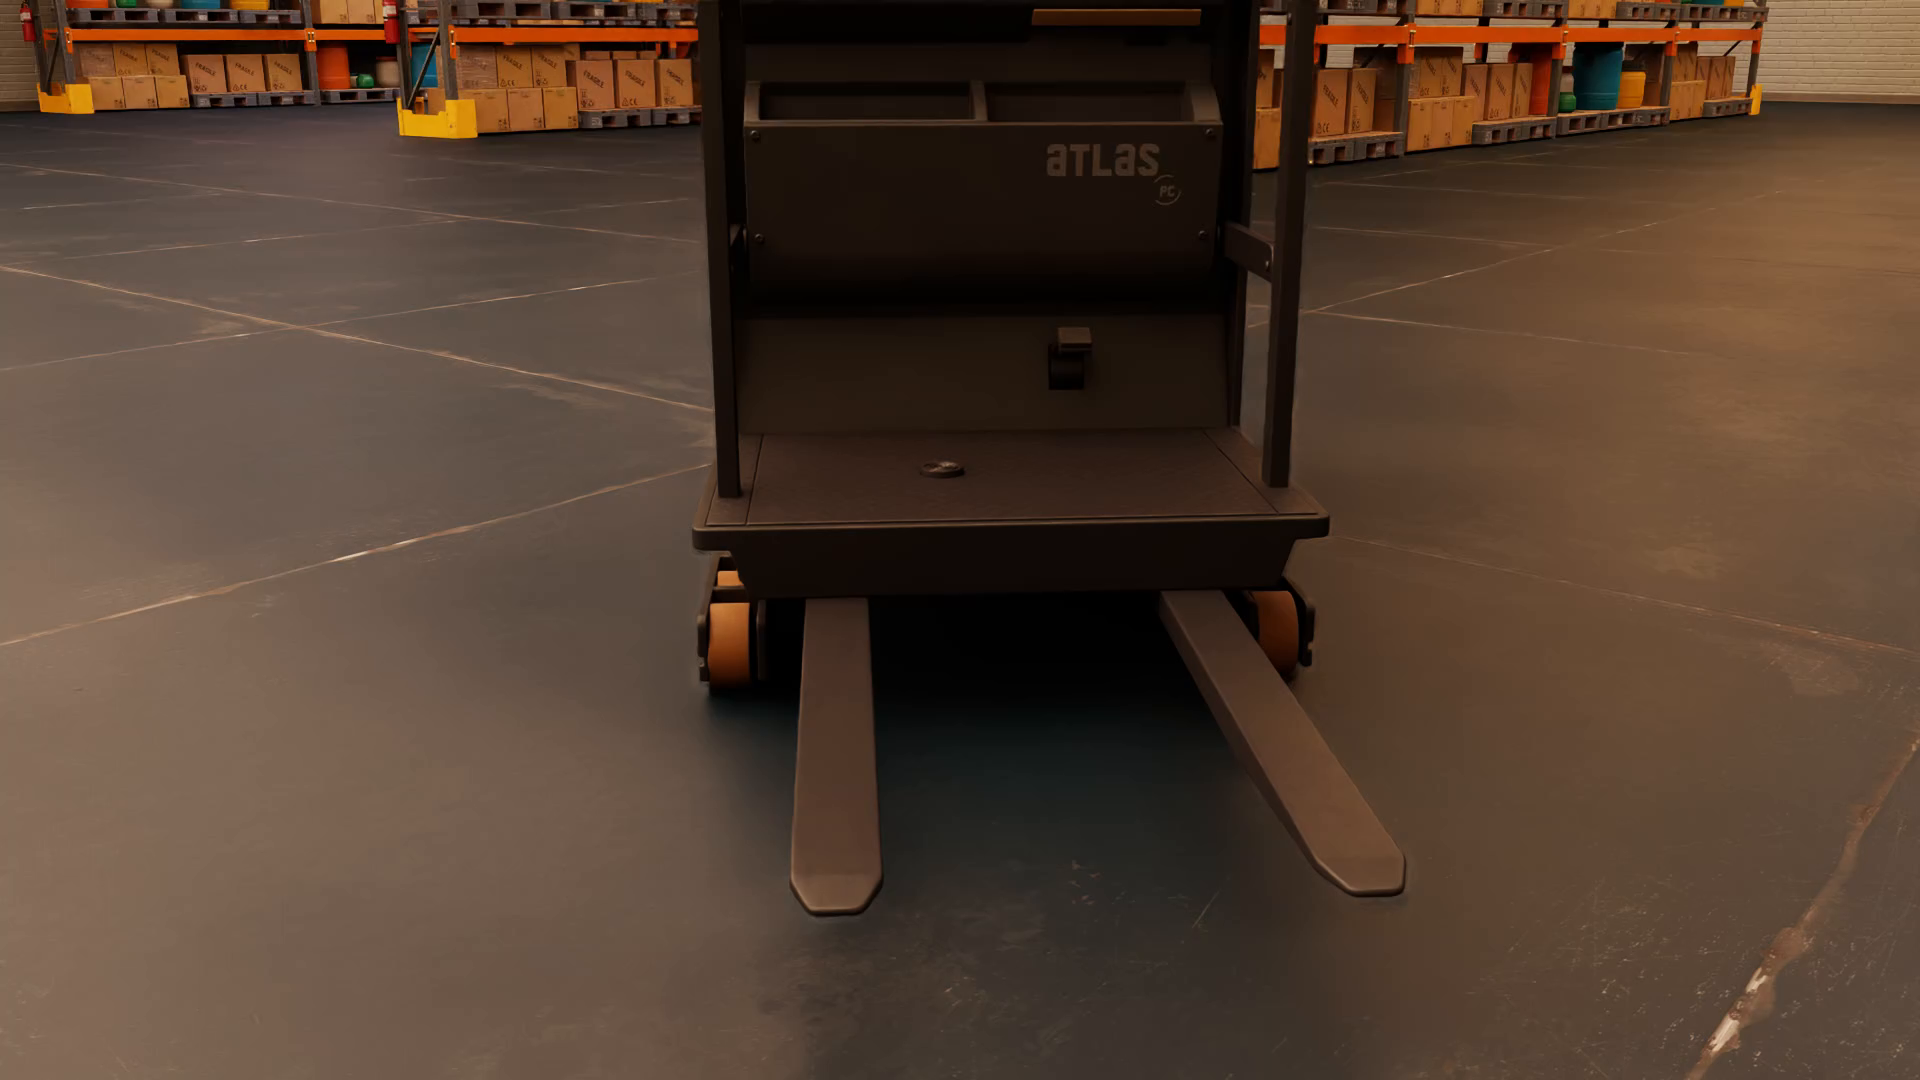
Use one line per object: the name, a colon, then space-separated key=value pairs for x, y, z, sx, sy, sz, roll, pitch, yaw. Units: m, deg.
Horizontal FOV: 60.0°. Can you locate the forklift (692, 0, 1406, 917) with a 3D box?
forklift: x=0.062 y=-1.226 z=2.934 sx=1.130 sy=2.935 sz=3.031 roll=-1 pitch=17 yaw=-4
